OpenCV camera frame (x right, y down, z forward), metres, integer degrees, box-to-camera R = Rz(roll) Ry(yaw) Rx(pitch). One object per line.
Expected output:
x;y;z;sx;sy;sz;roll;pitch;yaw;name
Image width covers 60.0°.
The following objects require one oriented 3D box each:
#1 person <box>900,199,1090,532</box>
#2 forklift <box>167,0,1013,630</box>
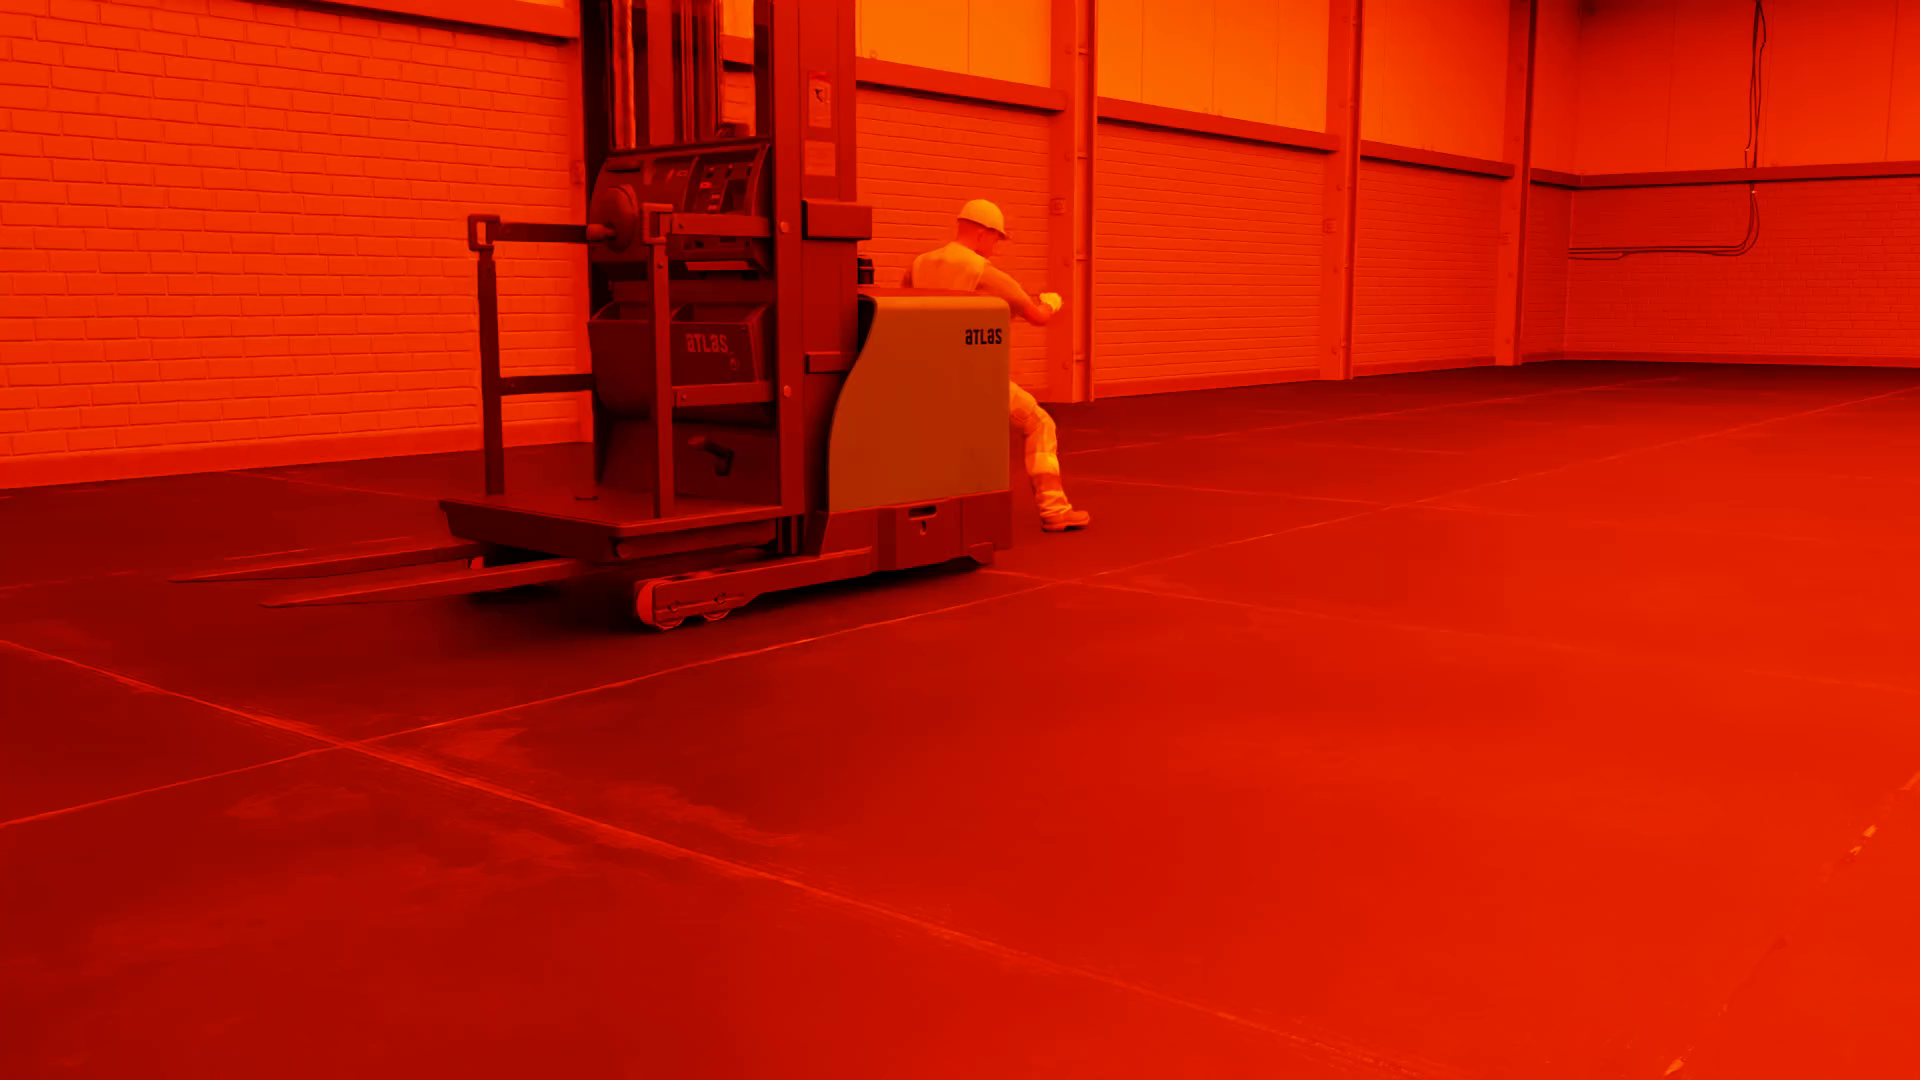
0.112;-0.842;7.911;0.762;1.518;1.032;-7;11;-41;person
-1.149;-1.241;5.762;1.130;2.935;3.031;7;11;42;forklift
